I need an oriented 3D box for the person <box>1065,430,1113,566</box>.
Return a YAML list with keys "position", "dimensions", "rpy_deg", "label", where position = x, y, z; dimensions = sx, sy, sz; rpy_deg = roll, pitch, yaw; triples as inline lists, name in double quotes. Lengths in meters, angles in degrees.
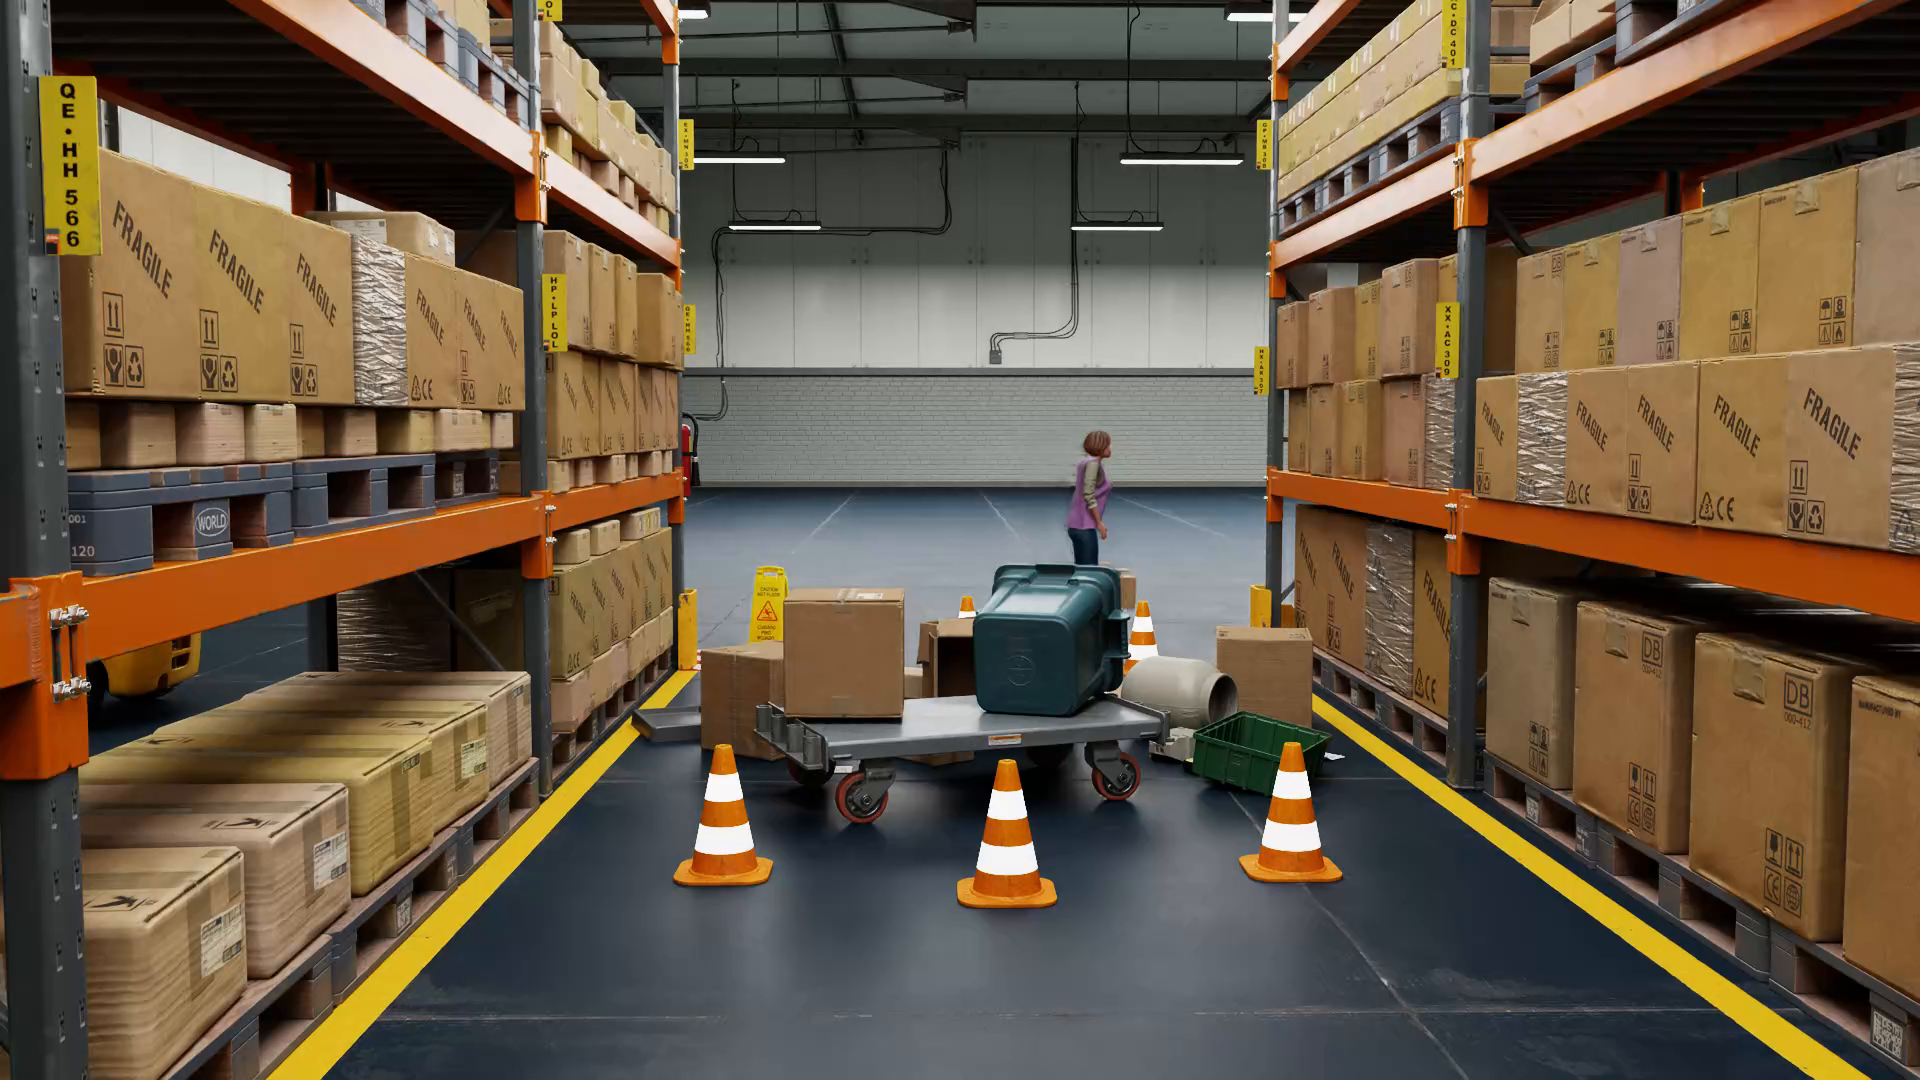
- position: [0.976, -0.083, 13.078]
  dimensions: [0.450, 1.567, 0.553]
  rpy_deg: [0, 4, -2]
  label: "person"
